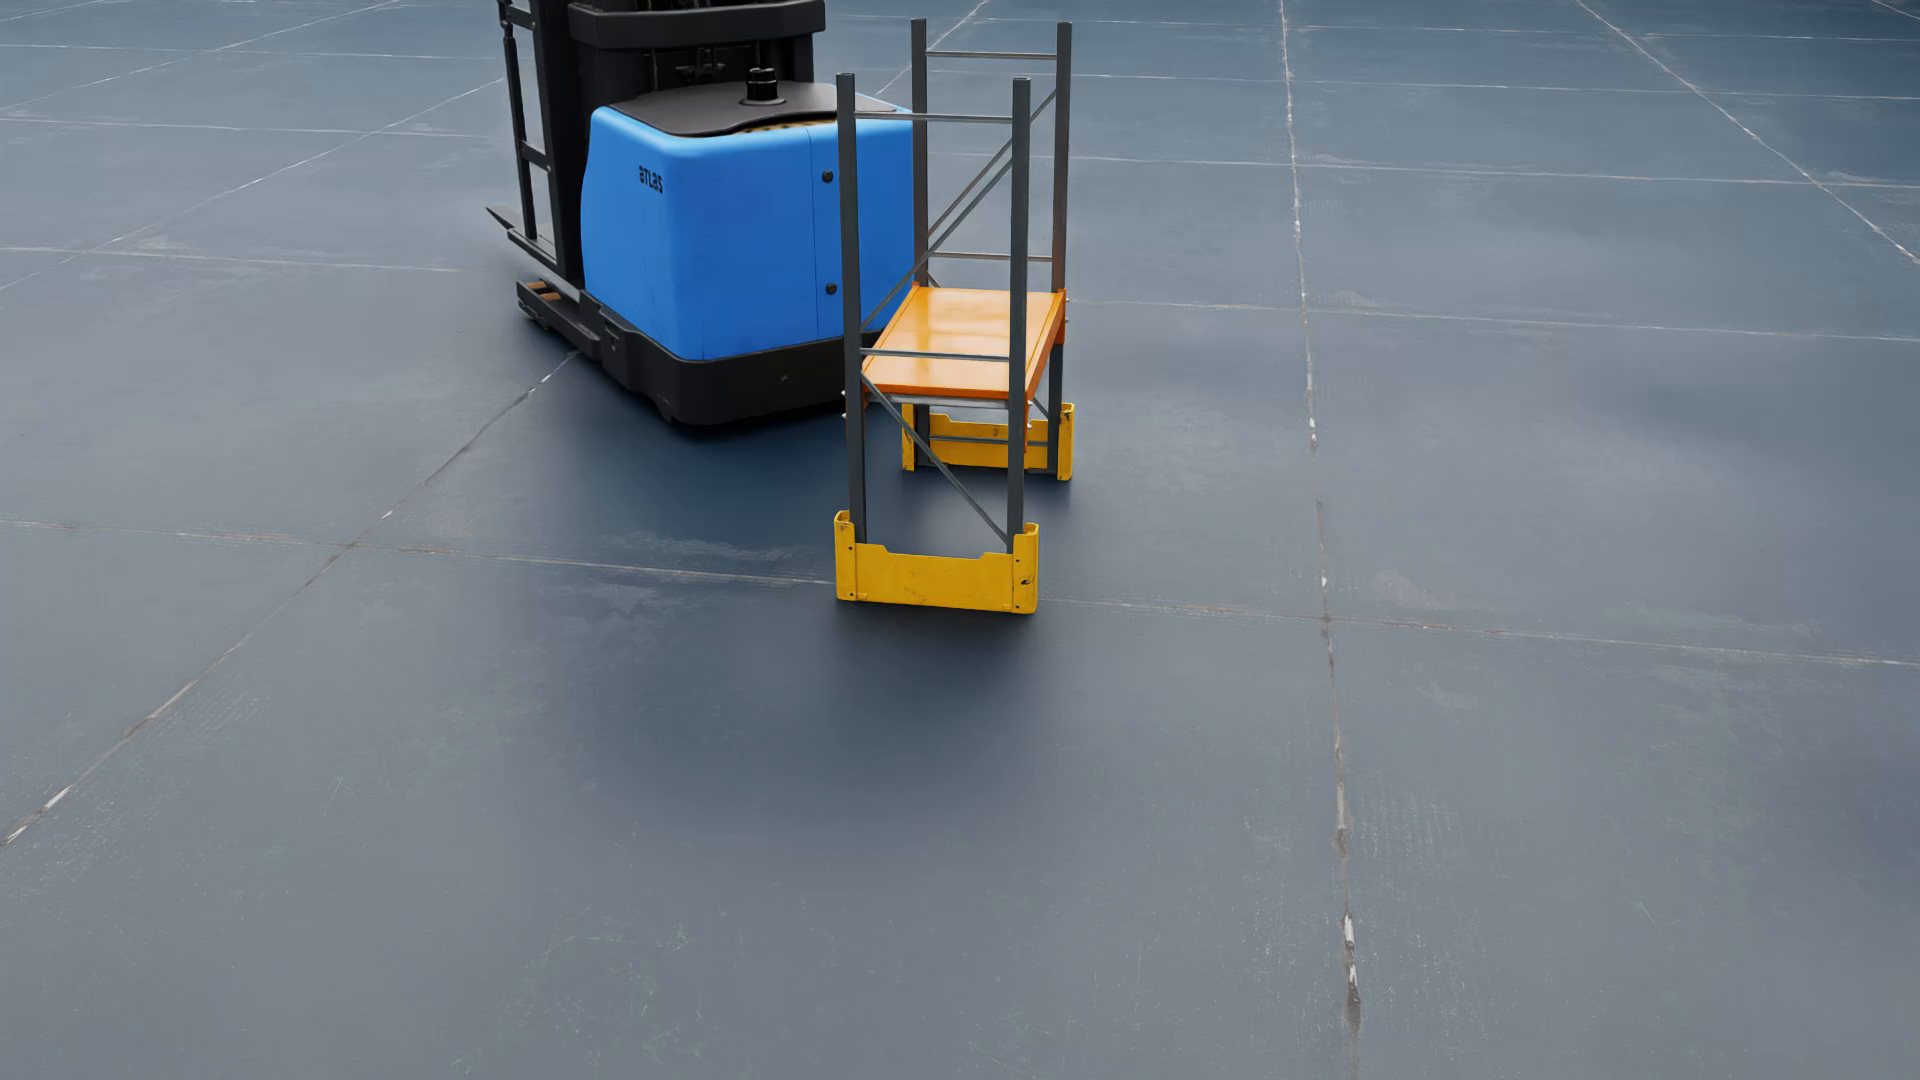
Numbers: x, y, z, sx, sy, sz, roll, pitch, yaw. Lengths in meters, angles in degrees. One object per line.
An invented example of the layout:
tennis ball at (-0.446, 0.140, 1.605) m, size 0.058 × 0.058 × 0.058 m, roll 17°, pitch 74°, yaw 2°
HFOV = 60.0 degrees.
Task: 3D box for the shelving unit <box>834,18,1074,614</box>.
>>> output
shelving unit at (0.012, -0.711, 5.000) m, size 0.587 × 1.500 × 1.083 m, roll 4°, pitch 25°, yaw 9°

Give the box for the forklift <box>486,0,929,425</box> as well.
forklift at (-1.292, -2.319, 6.747) m, size 1.130 × 2.935 × 3.031 m, roll -14°, pitch 29°, yaw -28°

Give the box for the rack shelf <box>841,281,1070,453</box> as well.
rack shelf at (0.014, -0.552, 5.085) m, size 0.538 × 0.185 × 1.000 m, roll 4°, pitch 25°, yaw 9°

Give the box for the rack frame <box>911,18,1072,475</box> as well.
rack frame at (0.097, -0.928, 5.462) m, size 0.500 × 1.500 × 0.032 m, roll 4°, pitch 25°, yaw 9°

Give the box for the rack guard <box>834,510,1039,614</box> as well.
rack guard at (-0.069, 0.063, 4.820) m, size 0.587 × 0.250 × 0.087 m, roll 4°, pitch 25°, yaw 9°

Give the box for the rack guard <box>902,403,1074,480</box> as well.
rack guard at (0.094, -0.353, 5.710) m, size 0.587 × 0.250 × 0.087 m, roll 4°, pitch 25°, yaw 9°

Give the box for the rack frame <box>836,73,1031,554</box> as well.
rack frame at (-0.069, -0.502, 4.554) m, size 0.500 × 1.500 × 0.032 m, roll 4°, pitch 25°, yaw 9°
